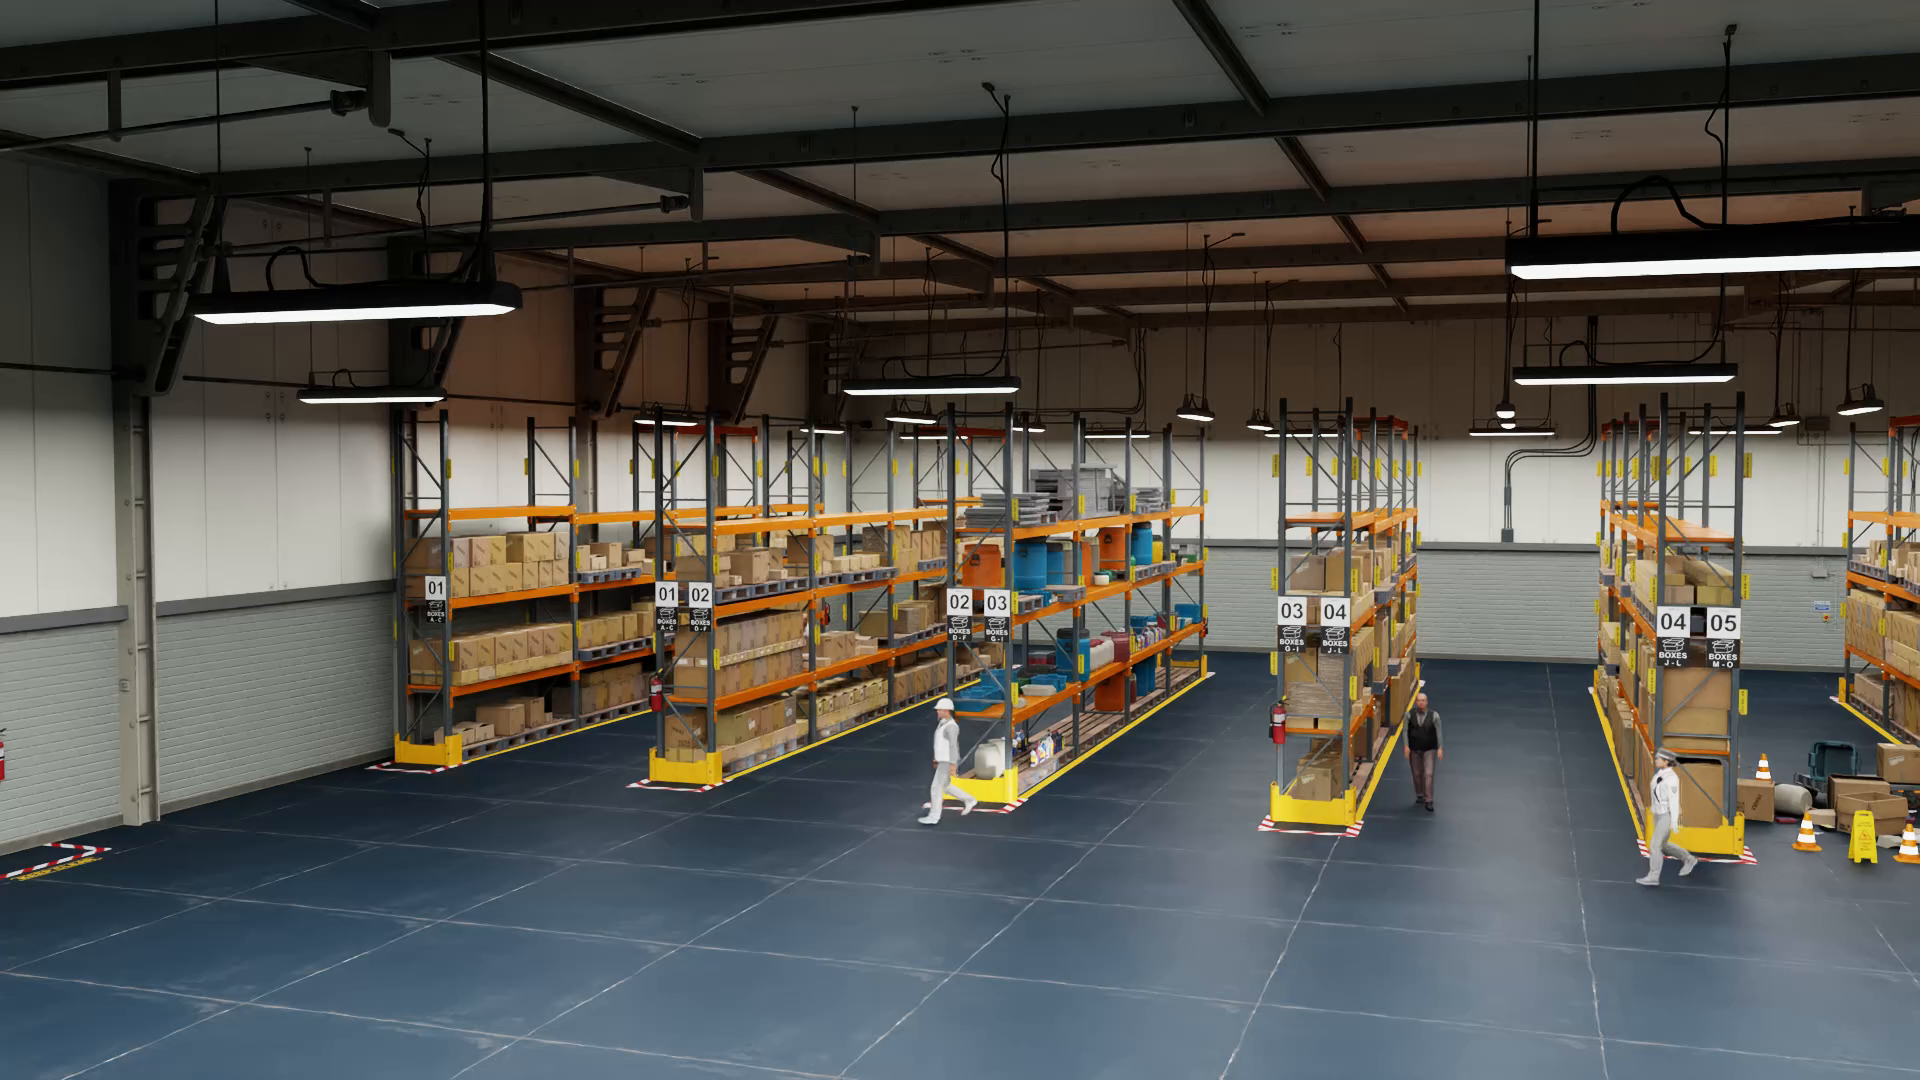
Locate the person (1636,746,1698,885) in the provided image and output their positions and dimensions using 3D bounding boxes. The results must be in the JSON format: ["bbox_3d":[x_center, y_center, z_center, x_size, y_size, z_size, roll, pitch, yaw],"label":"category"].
[{"bbox_3d":[8.532,3.303,19.967,0.887,1.647,0.477,0,2,-10],"label":"person"}]

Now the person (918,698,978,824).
[{"bbox_3d":[-0.178,3.113,23.552,0.906,1.749,0.561,-1,2,-12],"label":"person"}]

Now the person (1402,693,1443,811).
[{"bbox_3d":[6.770,3.086,24.412,0.569,1.675,0.960,1,3,25],"label":"person"}]

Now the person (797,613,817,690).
[{"bbox_3d":[-3.468,2.520,37.629,0.667,1.763,0.751,0,2,11],"label":"person"}]
